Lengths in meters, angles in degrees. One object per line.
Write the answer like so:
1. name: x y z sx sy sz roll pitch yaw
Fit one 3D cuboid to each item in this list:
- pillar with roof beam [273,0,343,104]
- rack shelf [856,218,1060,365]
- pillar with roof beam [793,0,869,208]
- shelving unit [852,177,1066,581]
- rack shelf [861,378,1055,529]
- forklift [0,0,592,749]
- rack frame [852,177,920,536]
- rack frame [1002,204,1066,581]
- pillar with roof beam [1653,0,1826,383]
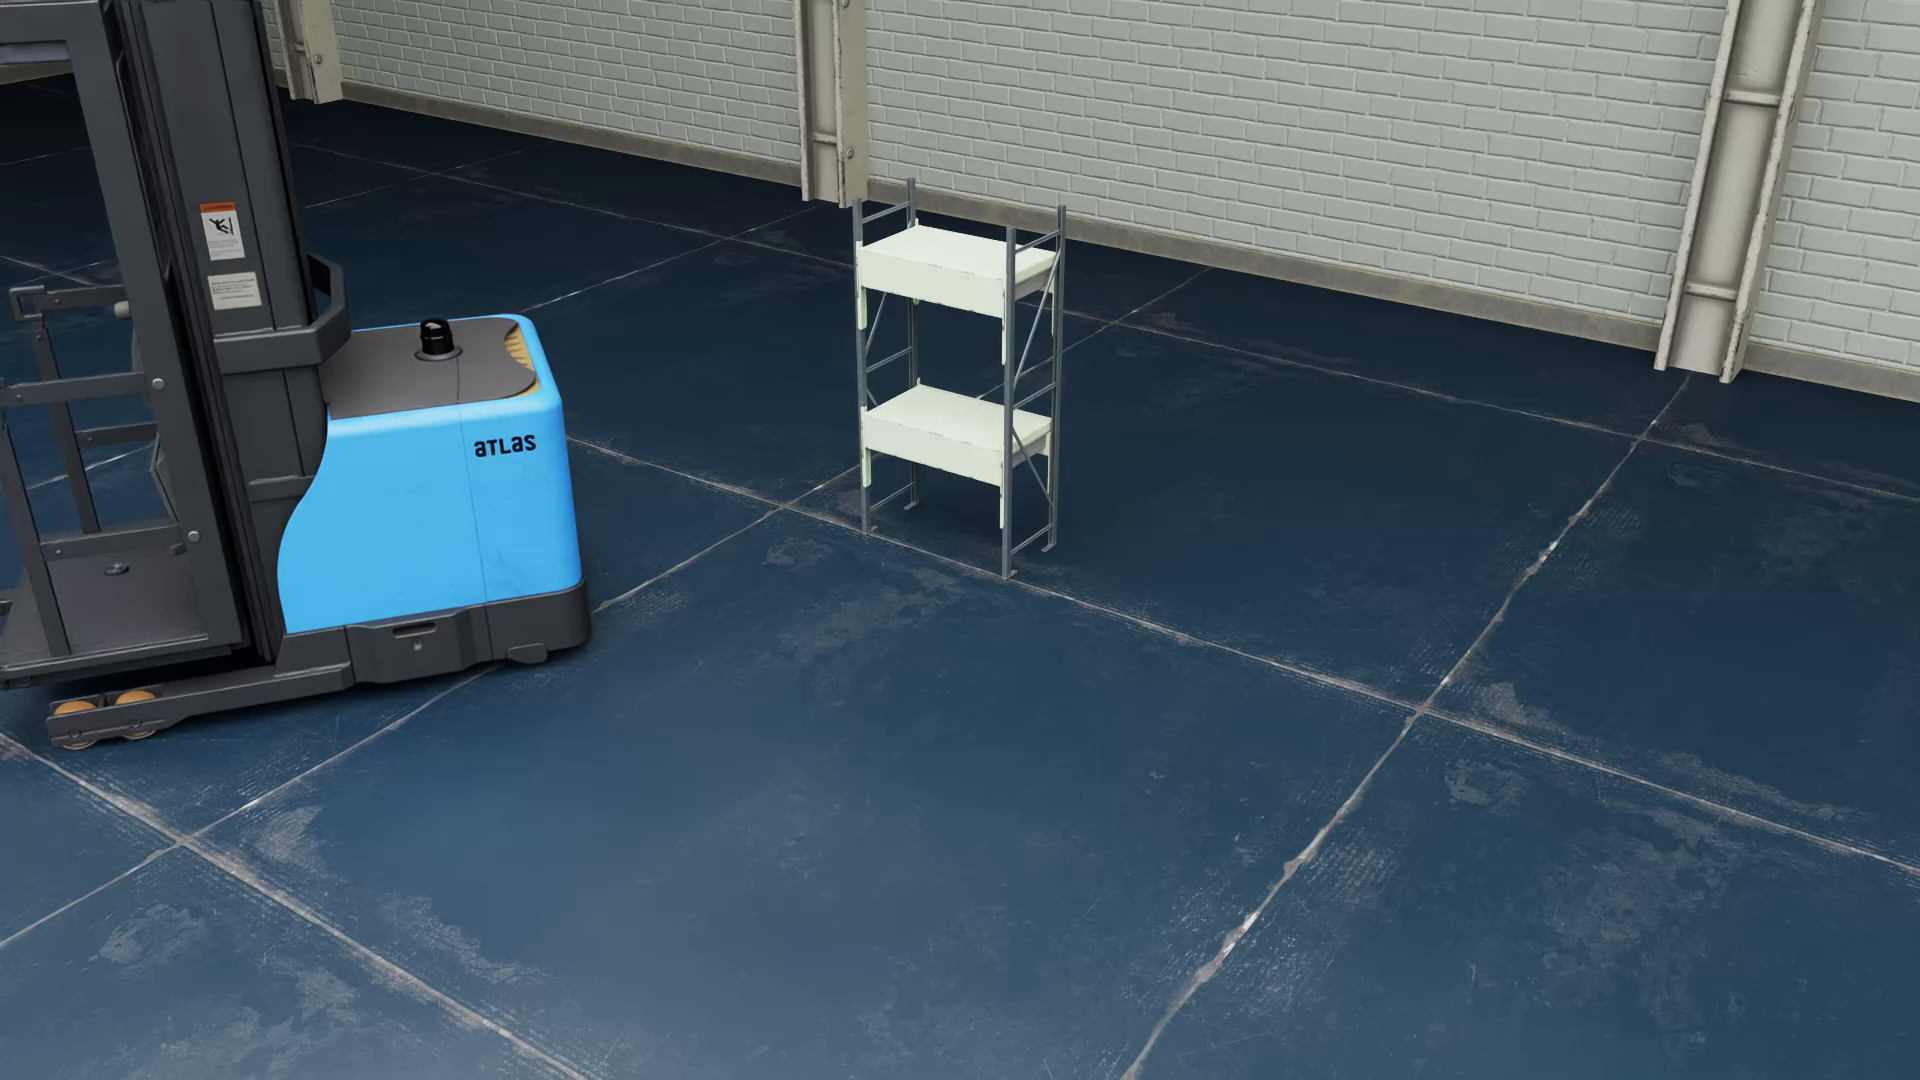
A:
1. pillar with roof beam: -8.287 -6.427 9.958 0.400 9.000 9.100 17 32 30
2. rack shelf: -0.006 -1.018 6.736 0.720 0.370 0.431 17 32 30
3. pillar with roof beam: -3.342 -4.887 6.931 0.400 9.000 9.100 17 32 30
4. shelving unit: -0.006 -0.670 6.913 0.755 1.500 0.431 17 32 30
5. rack shelf: -0.006 -0.380 7.061 0.720 0.370 0.431 17 32 30
6. forklift: -2.987 -0.845 5.679 3.031 2.935 1.130 -9 28 -17
7. rack frame: -0.307 -0.764 7.098 0.023 1.500 0.400 17 32 30
8. rack frame: 0.296 -0.576 6.729 0.023 1.500 0.400 17 32 30
9. pillar with roof beam: 1.604 -3.346 3.903 0.400 9.000 9.100 17 32 30
